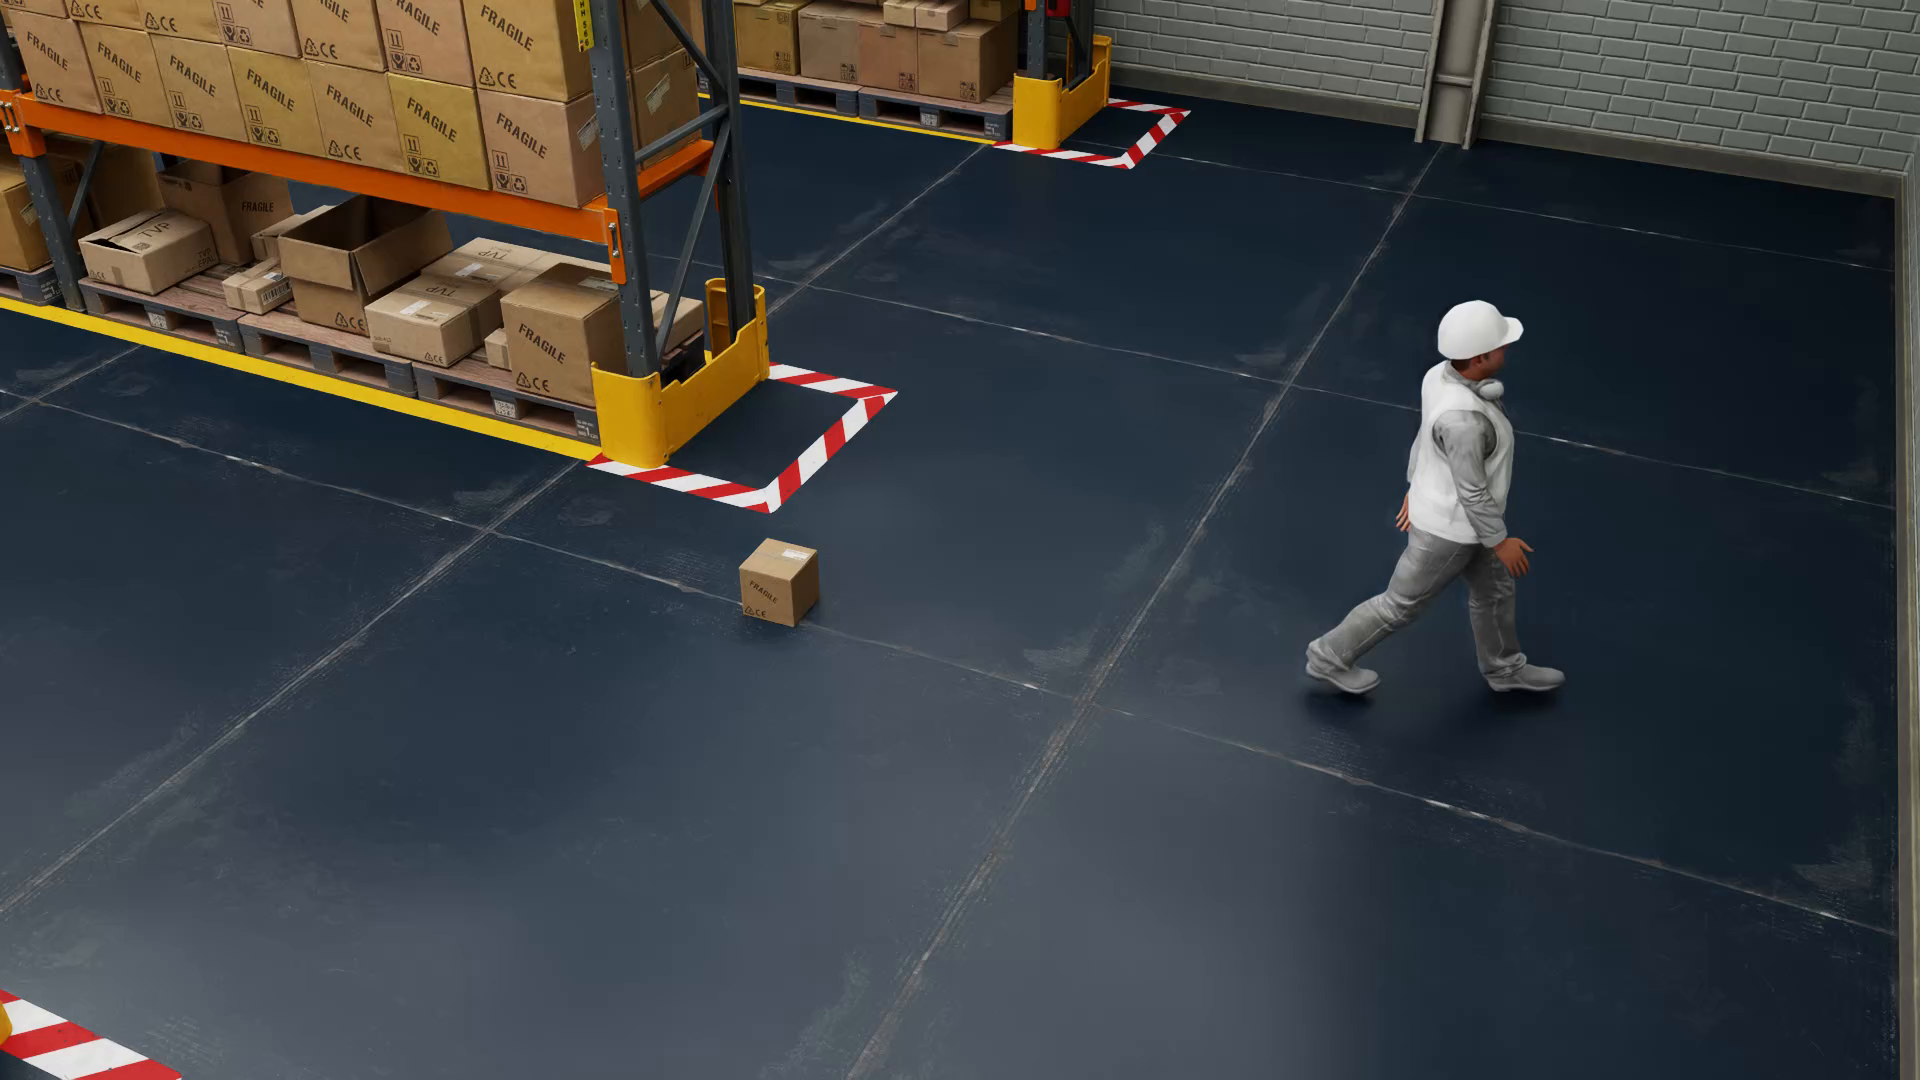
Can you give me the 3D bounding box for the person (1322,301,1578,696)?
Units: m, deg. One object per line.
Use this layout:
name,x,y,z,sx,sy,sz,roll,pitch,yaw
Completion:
person,1.971,-0.093,6.261,1.013,1.727,0.538,8,34,12
